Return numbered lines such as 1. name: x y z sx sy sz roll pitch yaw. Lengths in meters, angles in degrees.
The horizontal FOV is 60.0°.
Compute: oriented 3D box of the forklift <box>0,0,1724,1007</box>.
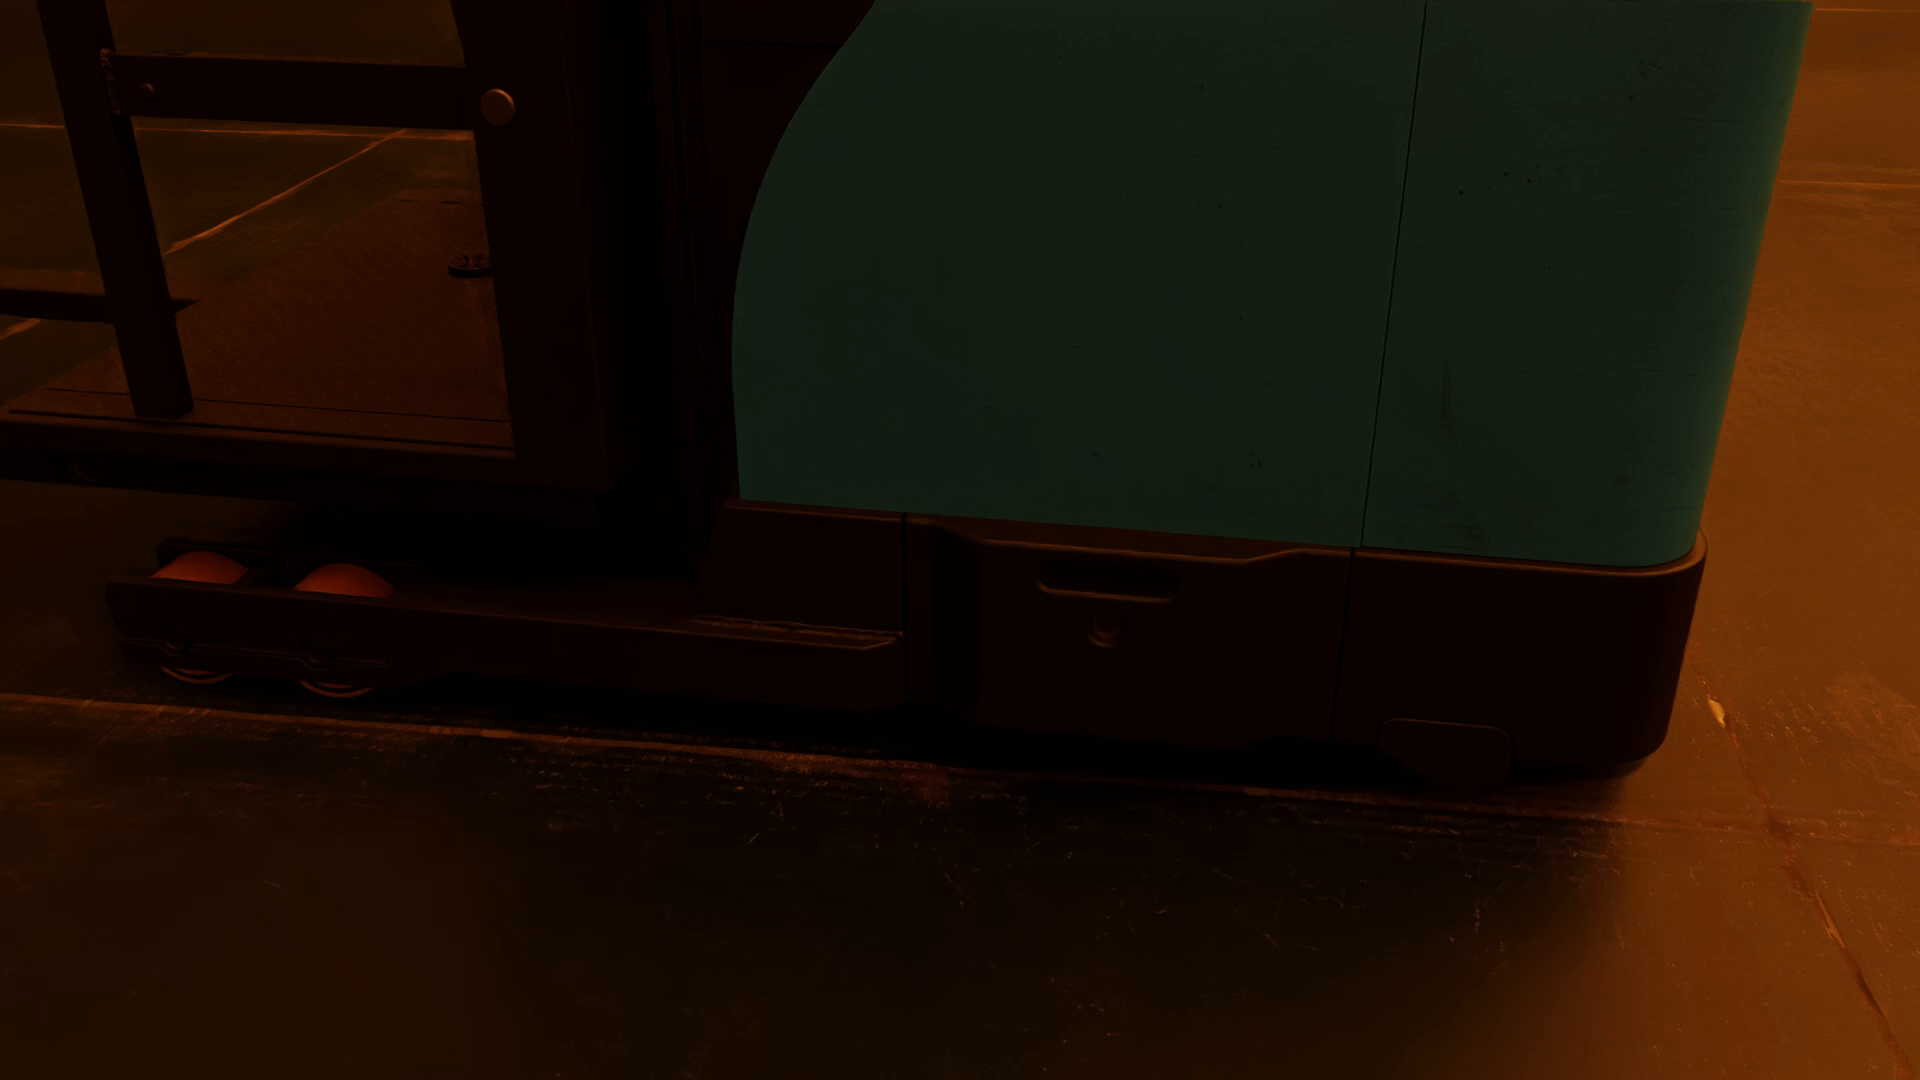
1. forklift: -0.519 -1.138 1.498 3.031 2.935 1.130 -16 31 -29
